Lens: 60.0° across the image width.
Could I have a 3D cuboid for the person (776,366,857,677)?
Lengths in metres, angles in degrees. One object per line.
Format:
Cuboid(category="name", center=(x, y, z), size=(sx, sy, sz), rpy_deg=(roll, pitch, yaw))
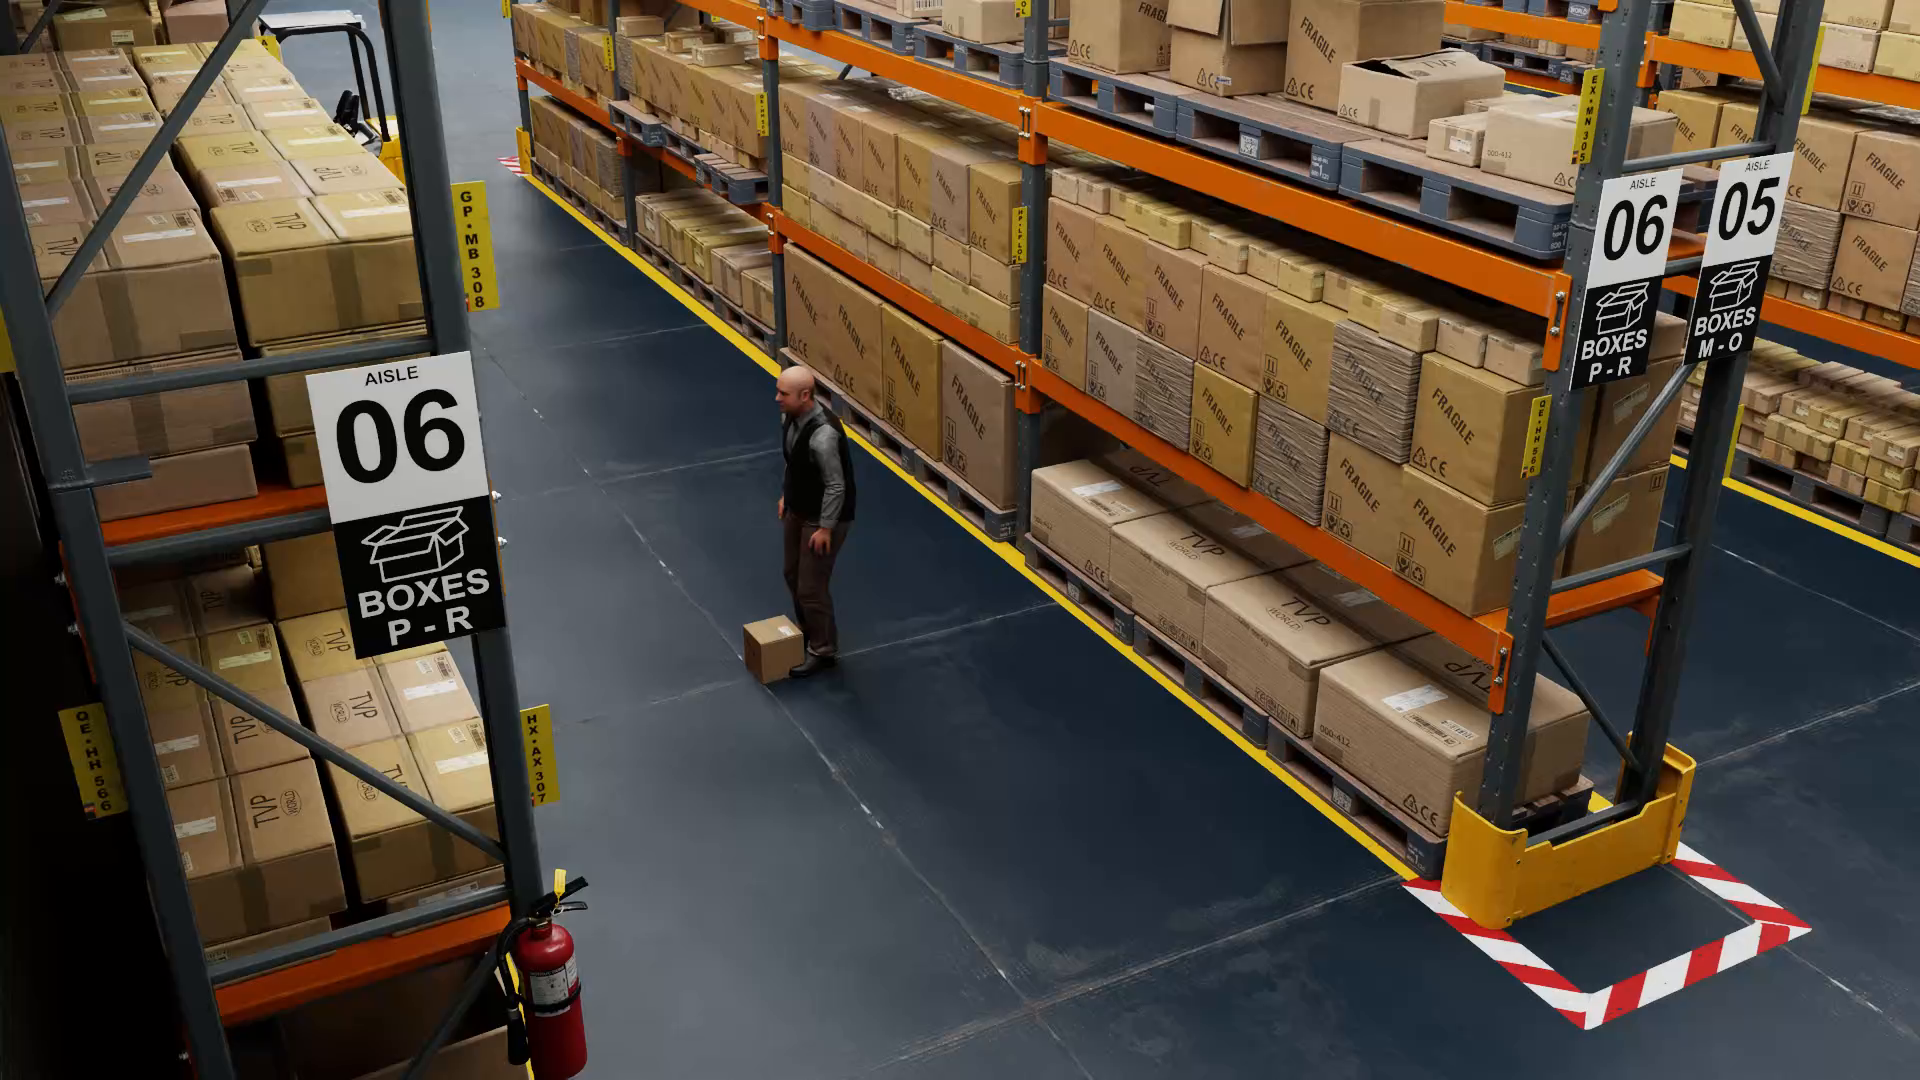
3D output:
Cuboid(category="person", center=(-0.796, -0.123, 8.897), size=(0.460, 1.722, 0.580), rpy_deg=(-13, 28, -25))
